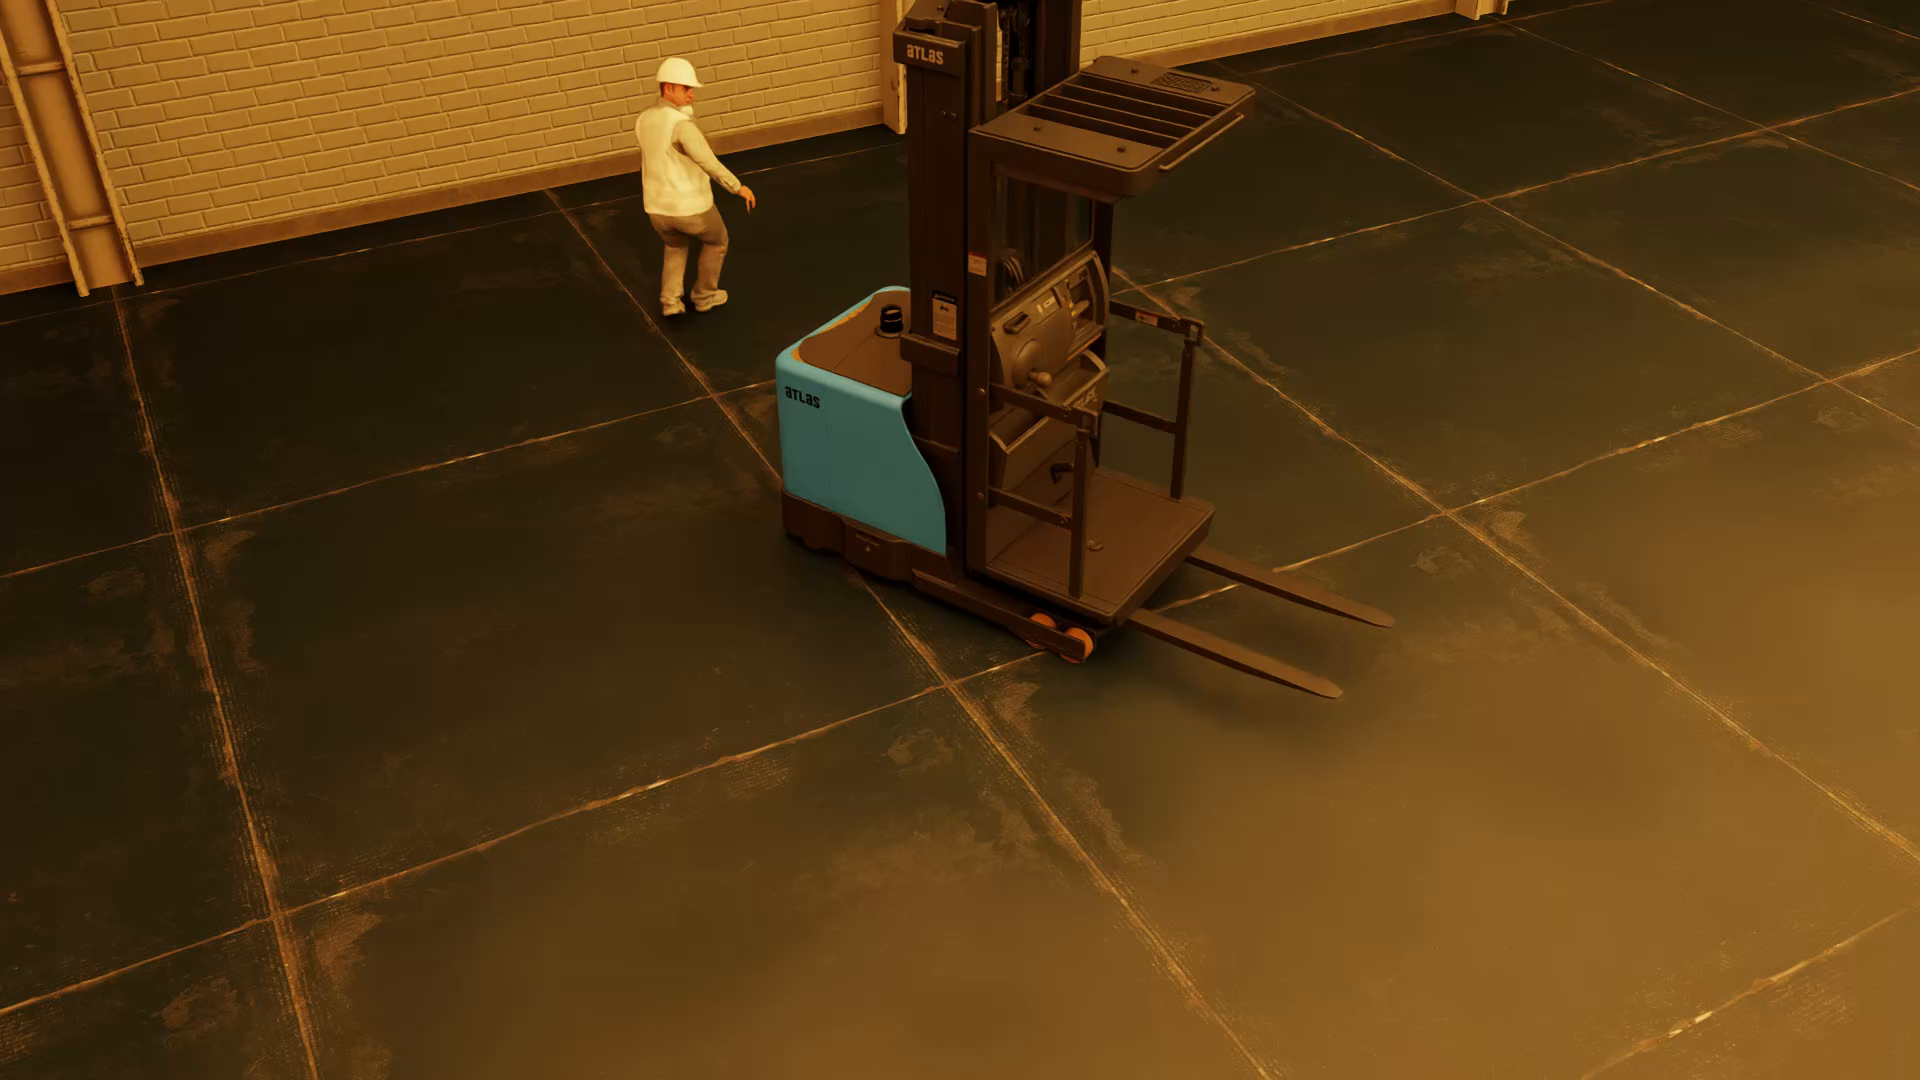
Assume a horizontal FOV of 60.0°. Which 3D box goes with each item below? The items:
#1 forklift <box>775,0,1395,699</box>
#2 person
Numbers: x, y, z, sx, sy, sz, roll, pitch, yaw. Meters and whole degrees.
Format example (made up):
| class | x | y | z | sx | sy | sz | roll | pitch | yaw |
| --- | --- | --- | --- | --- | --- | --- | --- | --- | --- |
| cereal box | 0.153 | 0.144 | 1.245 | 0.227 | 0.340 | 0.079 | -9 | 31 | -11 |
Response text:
| class | x | y | z | sx | sy | sz | roll | pitch | yaw |
| --- | --- | --- | --- | --- | --- | --- | --- | --- | --- |
| forklift | 0.589 | -0.967 | 7.492 | 3.031 | 2.935 | 1.130 | 21 | 40 | 27 |
| person | -1.621 | -2.164 | 10.293 | 0.835 | 1.652 | 0.782 | 16 | 38 | 22 |
